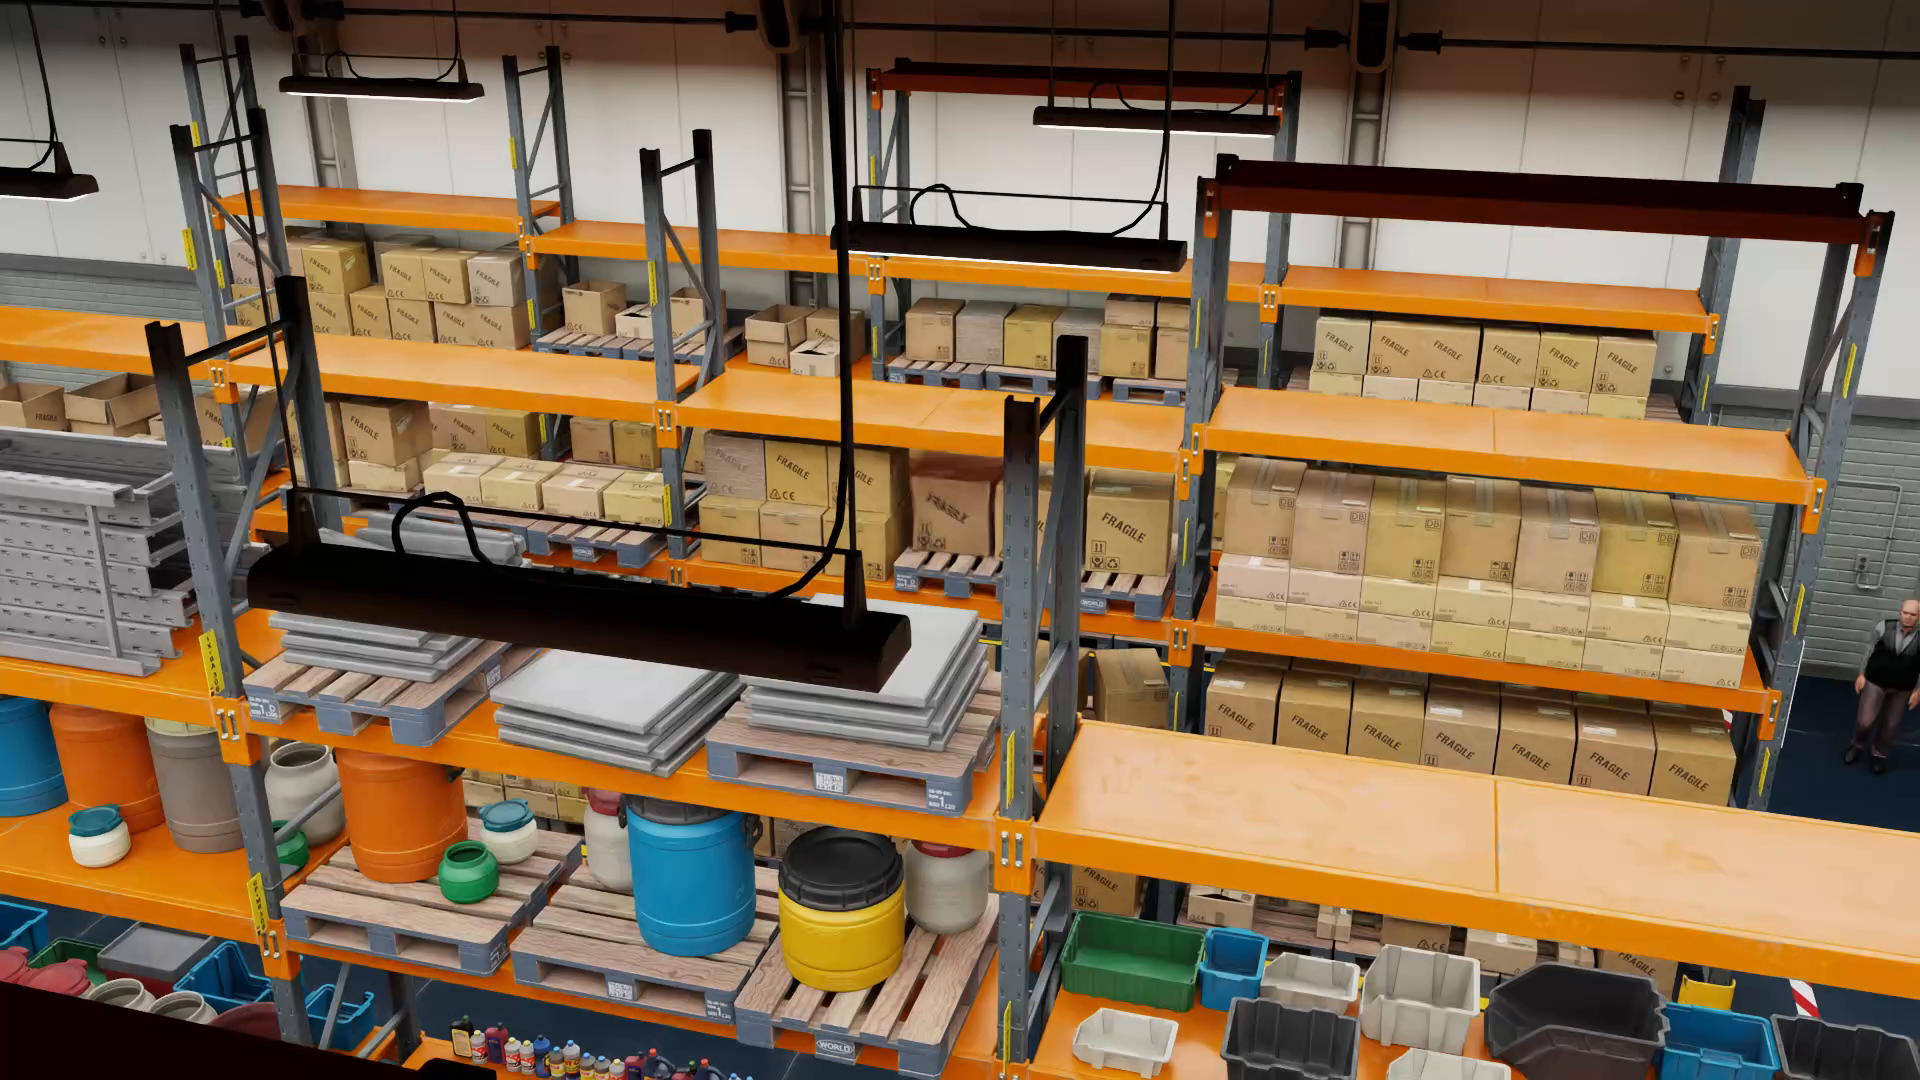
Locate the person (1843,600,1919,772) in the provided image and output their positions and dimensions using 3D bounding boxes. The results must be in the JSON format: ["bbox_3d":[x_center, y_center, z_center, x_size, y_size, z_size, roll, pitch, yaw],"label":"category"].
[{"bbox_3d":[8.551,1.349,15.261,0.560,1.728,0.428,7,23,16],"label":"person"}]

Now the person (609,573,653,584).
[{"bbox_3d":[-3.365,0.635,17.046,0.499,1.681,0.498,11,25,26],"label":"person"}]
